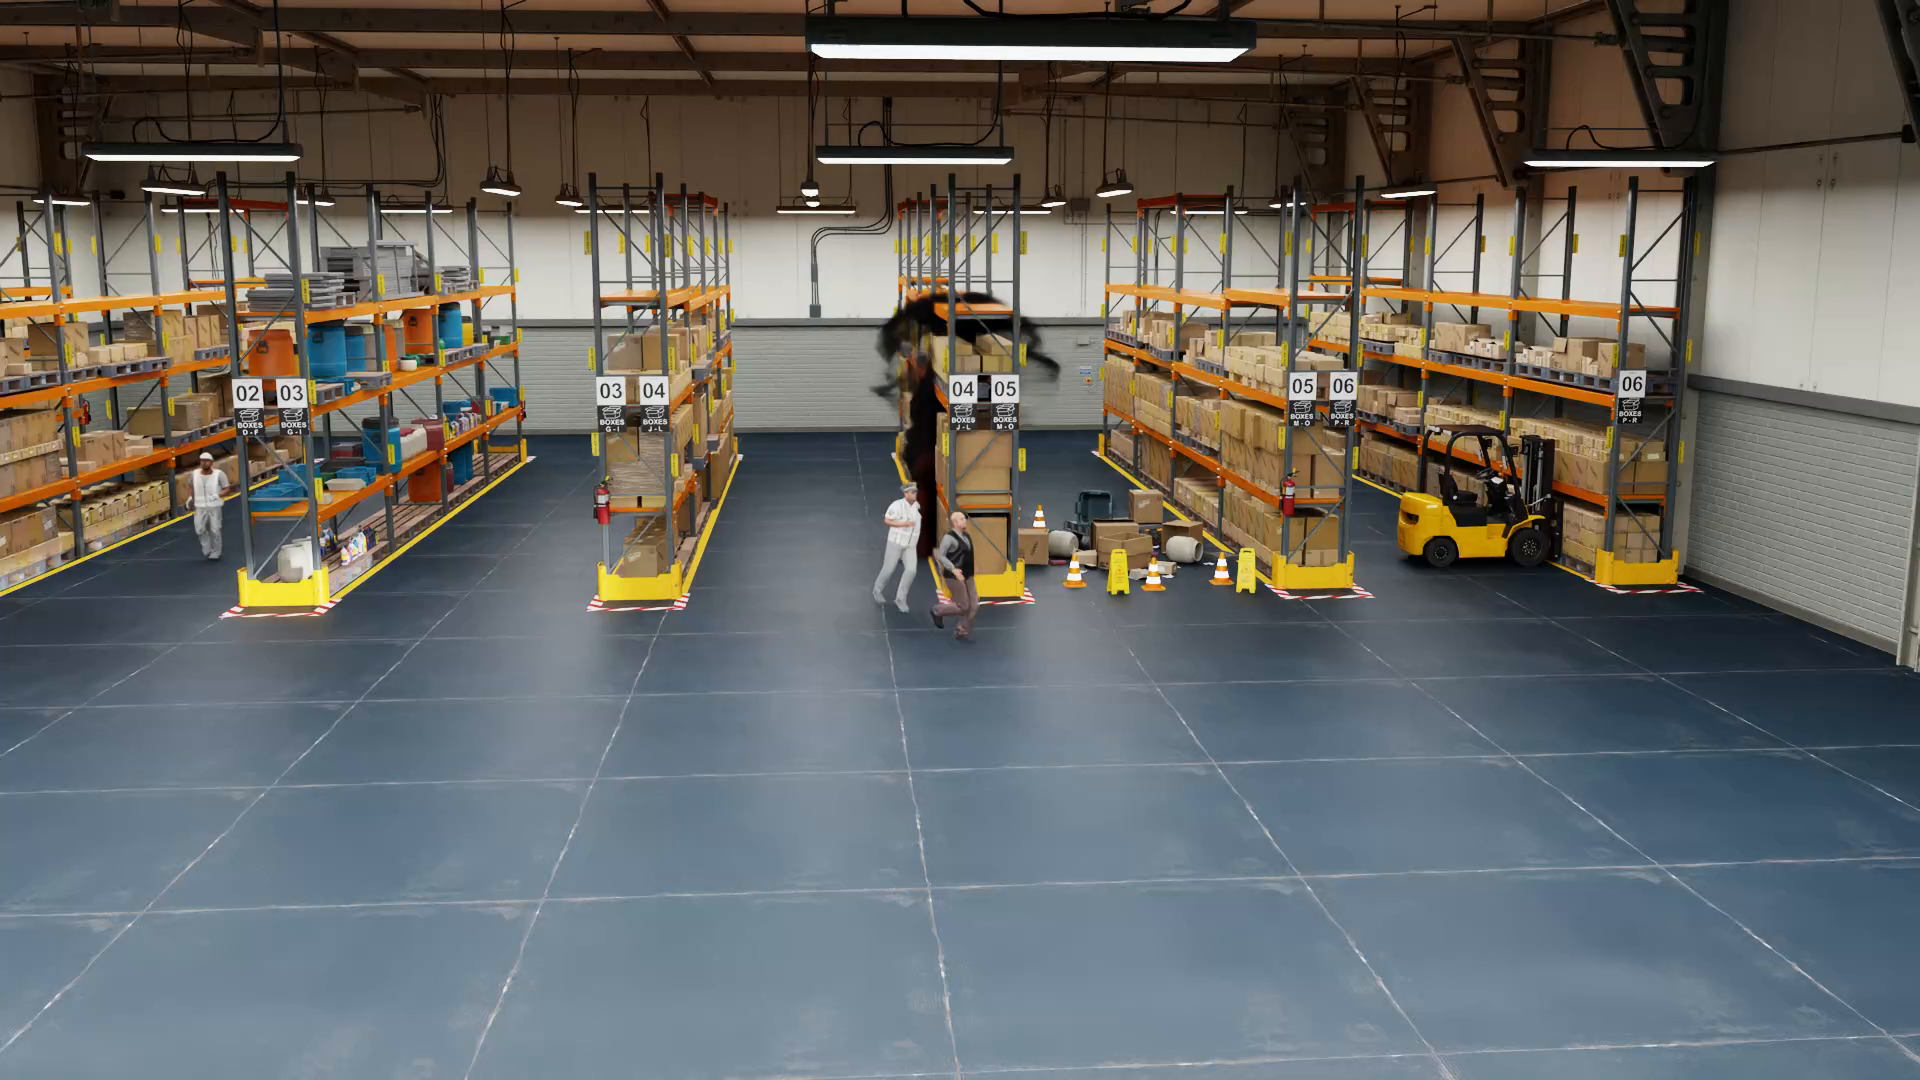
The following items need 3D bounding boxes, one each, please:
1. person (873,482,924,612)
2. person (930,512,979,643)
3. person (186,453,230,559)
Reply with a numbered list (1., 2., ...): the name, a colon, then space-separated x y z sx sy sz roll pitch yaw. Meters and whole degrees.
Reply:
1. person: -0.790 0.068 23.346 0.679 1.808 0.797 -6 12 -31
2. person: -0.061 0.472 21.294 0.627 1.694 0.668 6 12 32
3. person: -12.046 -0.528 26.635 0.679 1.738 0.591 -2 10 -13
